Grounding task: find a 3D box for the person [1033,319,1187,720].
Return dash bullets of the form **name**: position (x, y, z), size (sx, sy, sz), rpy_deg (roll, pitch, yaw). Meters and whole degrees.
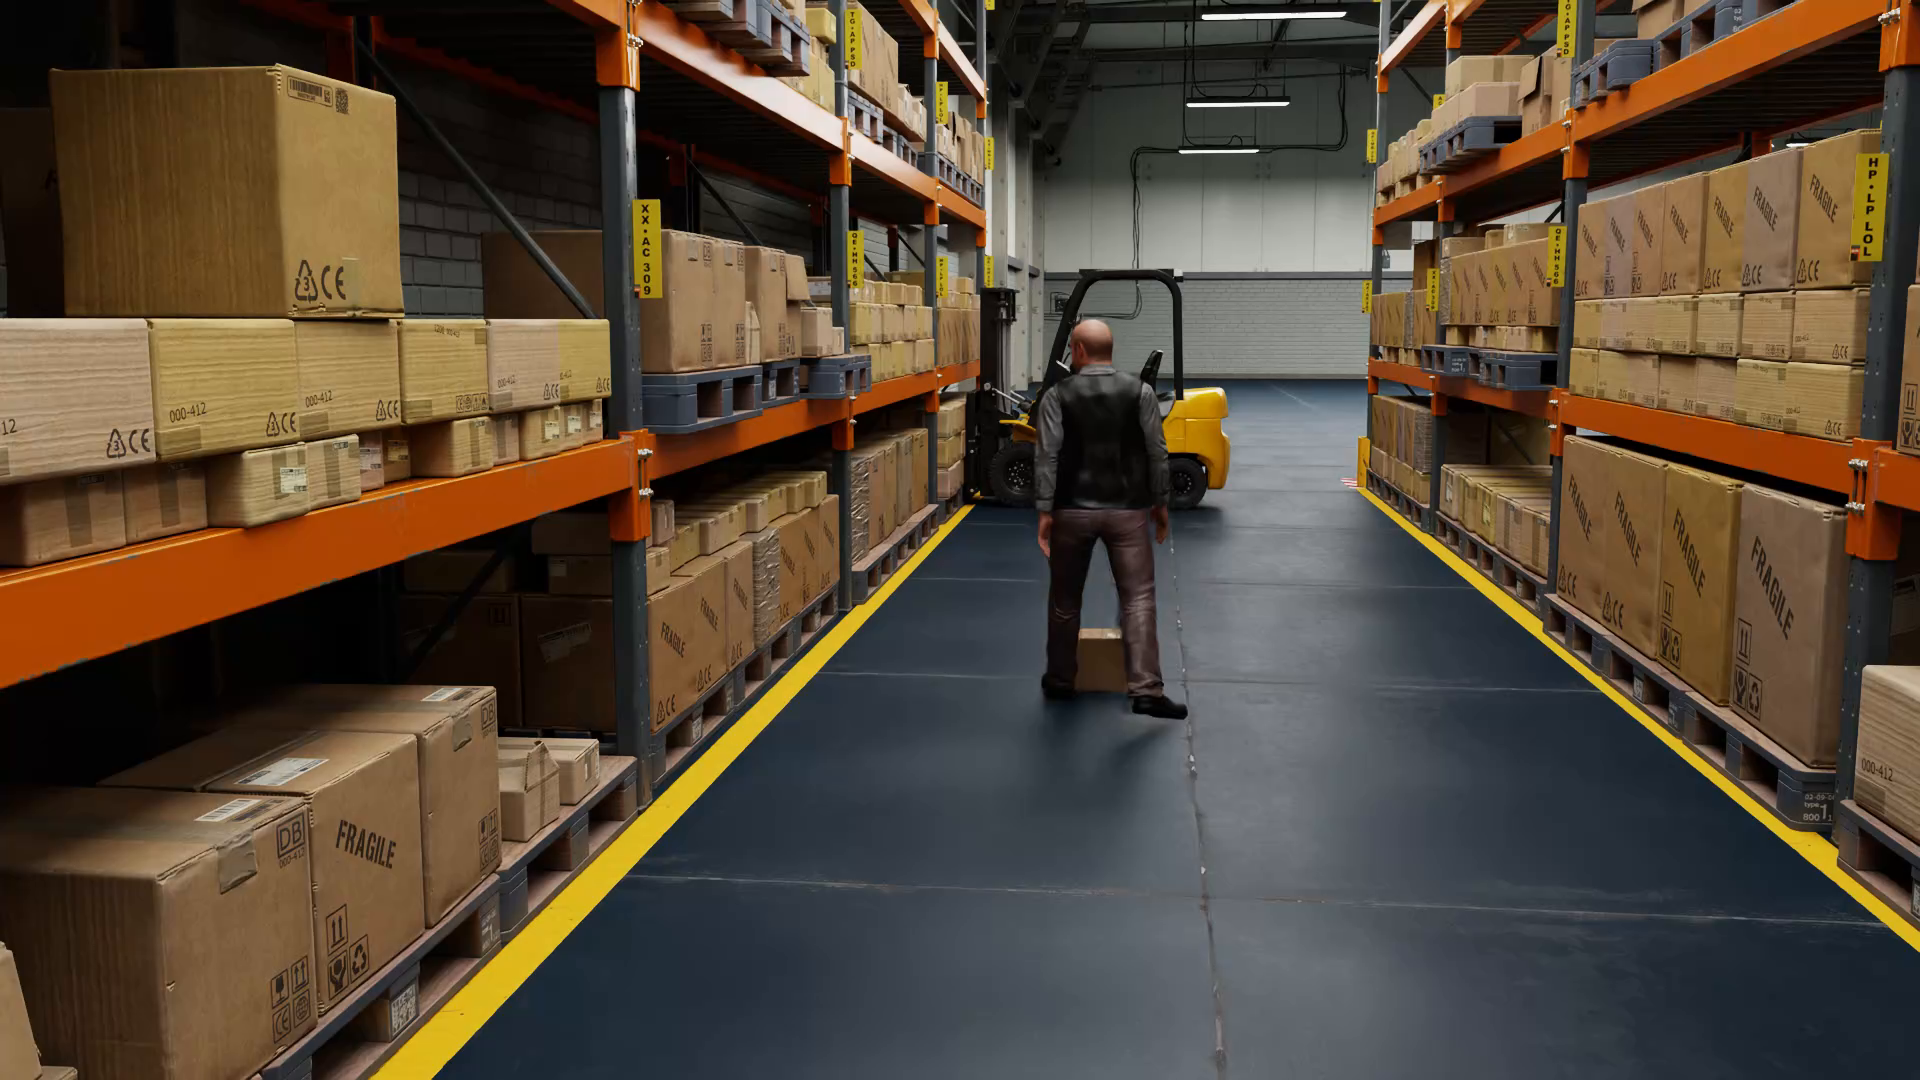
- **person**: position (0.650, -0.100, 7.196), size (0.665, 1.697, 0.909), rpy_deg (1, 8, 5)
